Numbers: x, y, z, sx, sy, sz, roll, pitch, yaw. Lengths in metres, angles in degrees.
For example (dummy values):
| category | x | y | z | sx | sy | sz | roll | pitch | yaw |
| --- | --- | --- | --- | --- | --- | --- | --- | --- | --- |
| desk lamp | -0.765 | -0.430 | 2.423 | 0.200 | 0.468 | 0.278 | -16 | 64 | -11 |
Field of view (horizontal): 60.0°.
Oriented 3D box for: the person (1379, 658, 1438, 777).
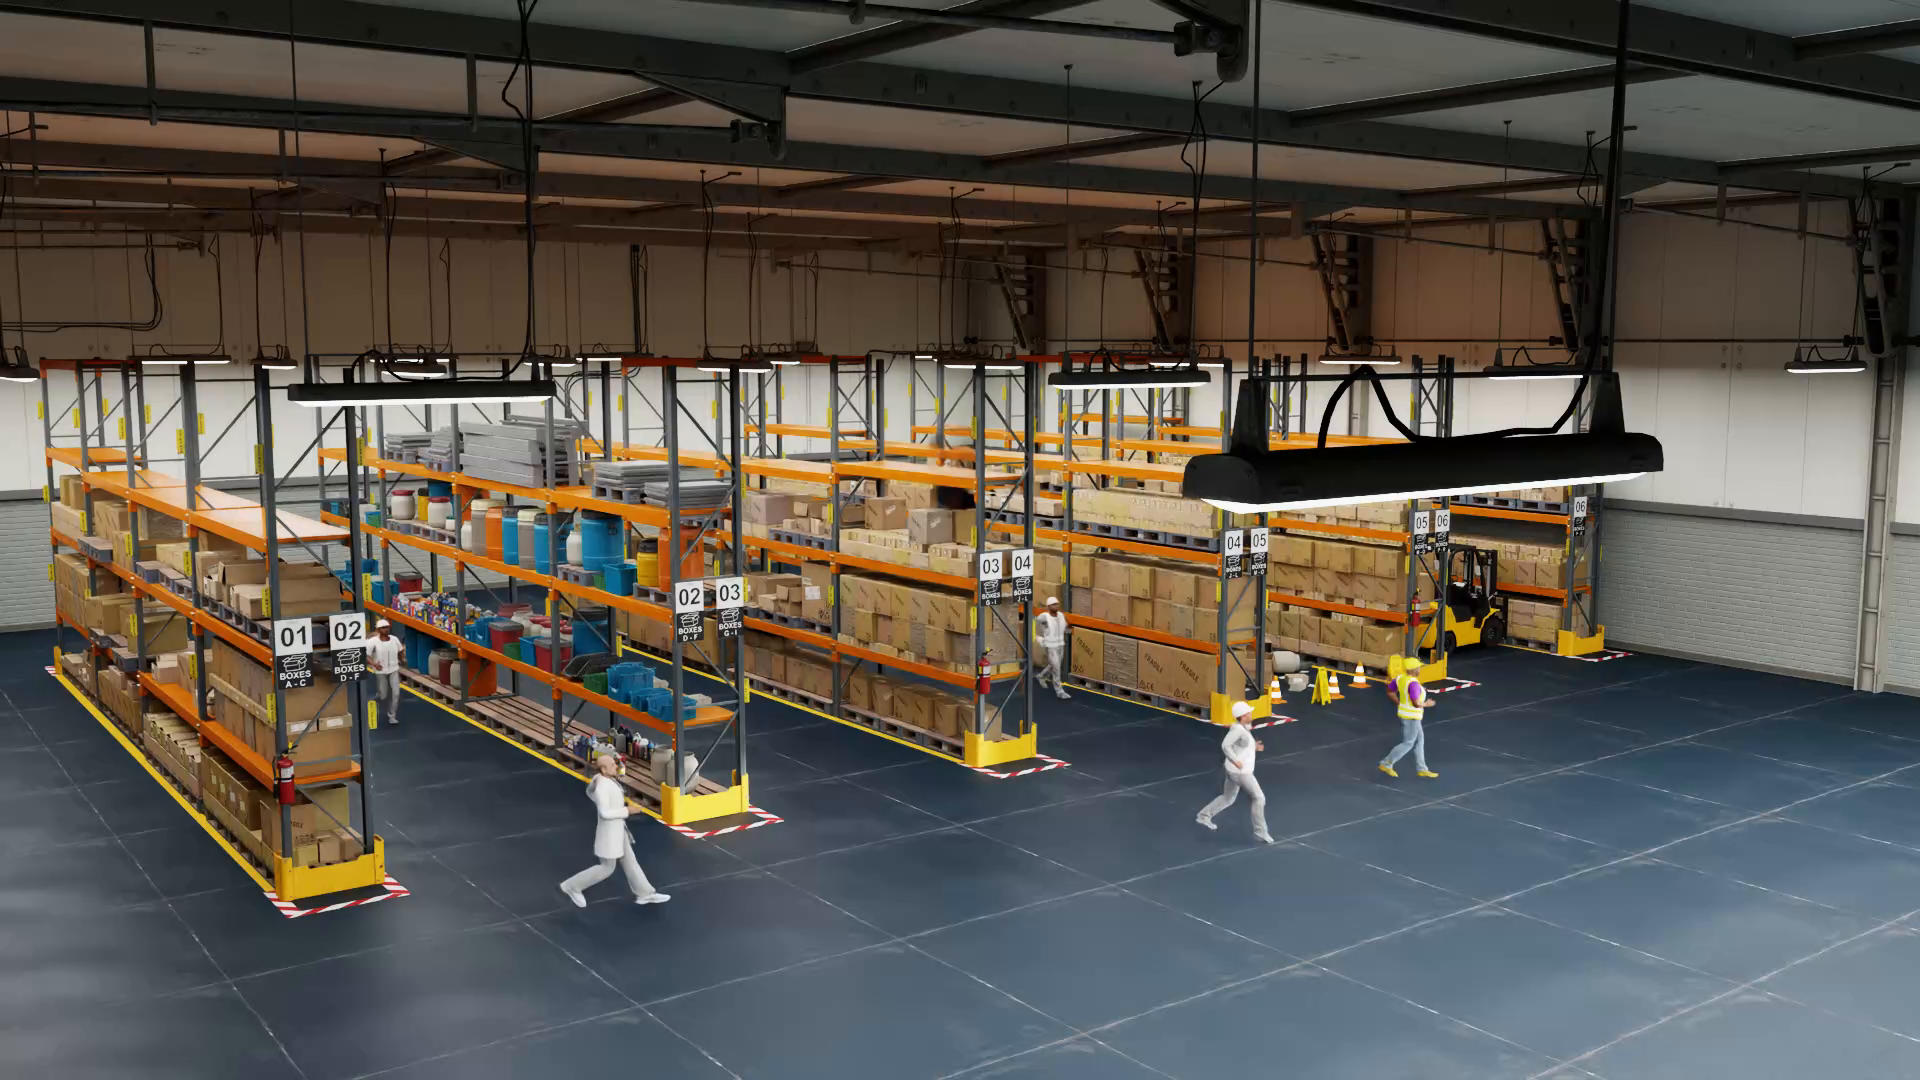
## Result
| category | x | y | z | sx | sy | sz | roll | pitch | yaw |
| --- | --- | --- | --- | --- | --- | --- | --- | --- | --- |
| person | 6.464 | 2.559 | 23.893 | 0.911 | 1.758 | 0.705 | -1 | 7 | -4 |

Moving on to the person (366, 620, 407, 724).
| category | x | y | z | sx | sy | sz | roll | pitch | yaw |
| --- | --- | --- | --- | --- | --- | --- | --- | --- | --- |
| person | -9.523 | 2.172 | 27.572 | 0.706 | 1.723 | 0.706 | -6 | 9 | -40 |

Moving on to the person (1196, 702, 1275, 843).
| category | x | y | z | sx | sy | sz | roll | pitch | yaw |
| --- | --- | --- | --- | --- | --- | --- | --- | --- | --- |
| person | 3.497 | 2.943 | 21.099 | 0.990 | 1.823 | 0.625 | 0 | 7 | -2 |

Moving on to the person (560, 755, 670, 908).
| category | x | y | z | sx | sy | sz | roll | pitch | yaw |
| --- | --- | --- | --- | --- | --- | --- | --- | --- | --- |
| person | -3.824 | 3.217 | 18.400 | 1.180 | 1.719 | 0.727 | -1 | 7 | -4 |

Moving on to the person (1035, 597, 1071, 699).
| category | x | y | z | sx | sy | sz | roll | pitch | yaw |
| --- | --- | --- | --- | --- | --- | --- | --- | --- | --- |
| person | 1.667 | 1.887 | 29.541 | 0.691 | 1.762 | 0.954 | -6 | 9 | -40 |
